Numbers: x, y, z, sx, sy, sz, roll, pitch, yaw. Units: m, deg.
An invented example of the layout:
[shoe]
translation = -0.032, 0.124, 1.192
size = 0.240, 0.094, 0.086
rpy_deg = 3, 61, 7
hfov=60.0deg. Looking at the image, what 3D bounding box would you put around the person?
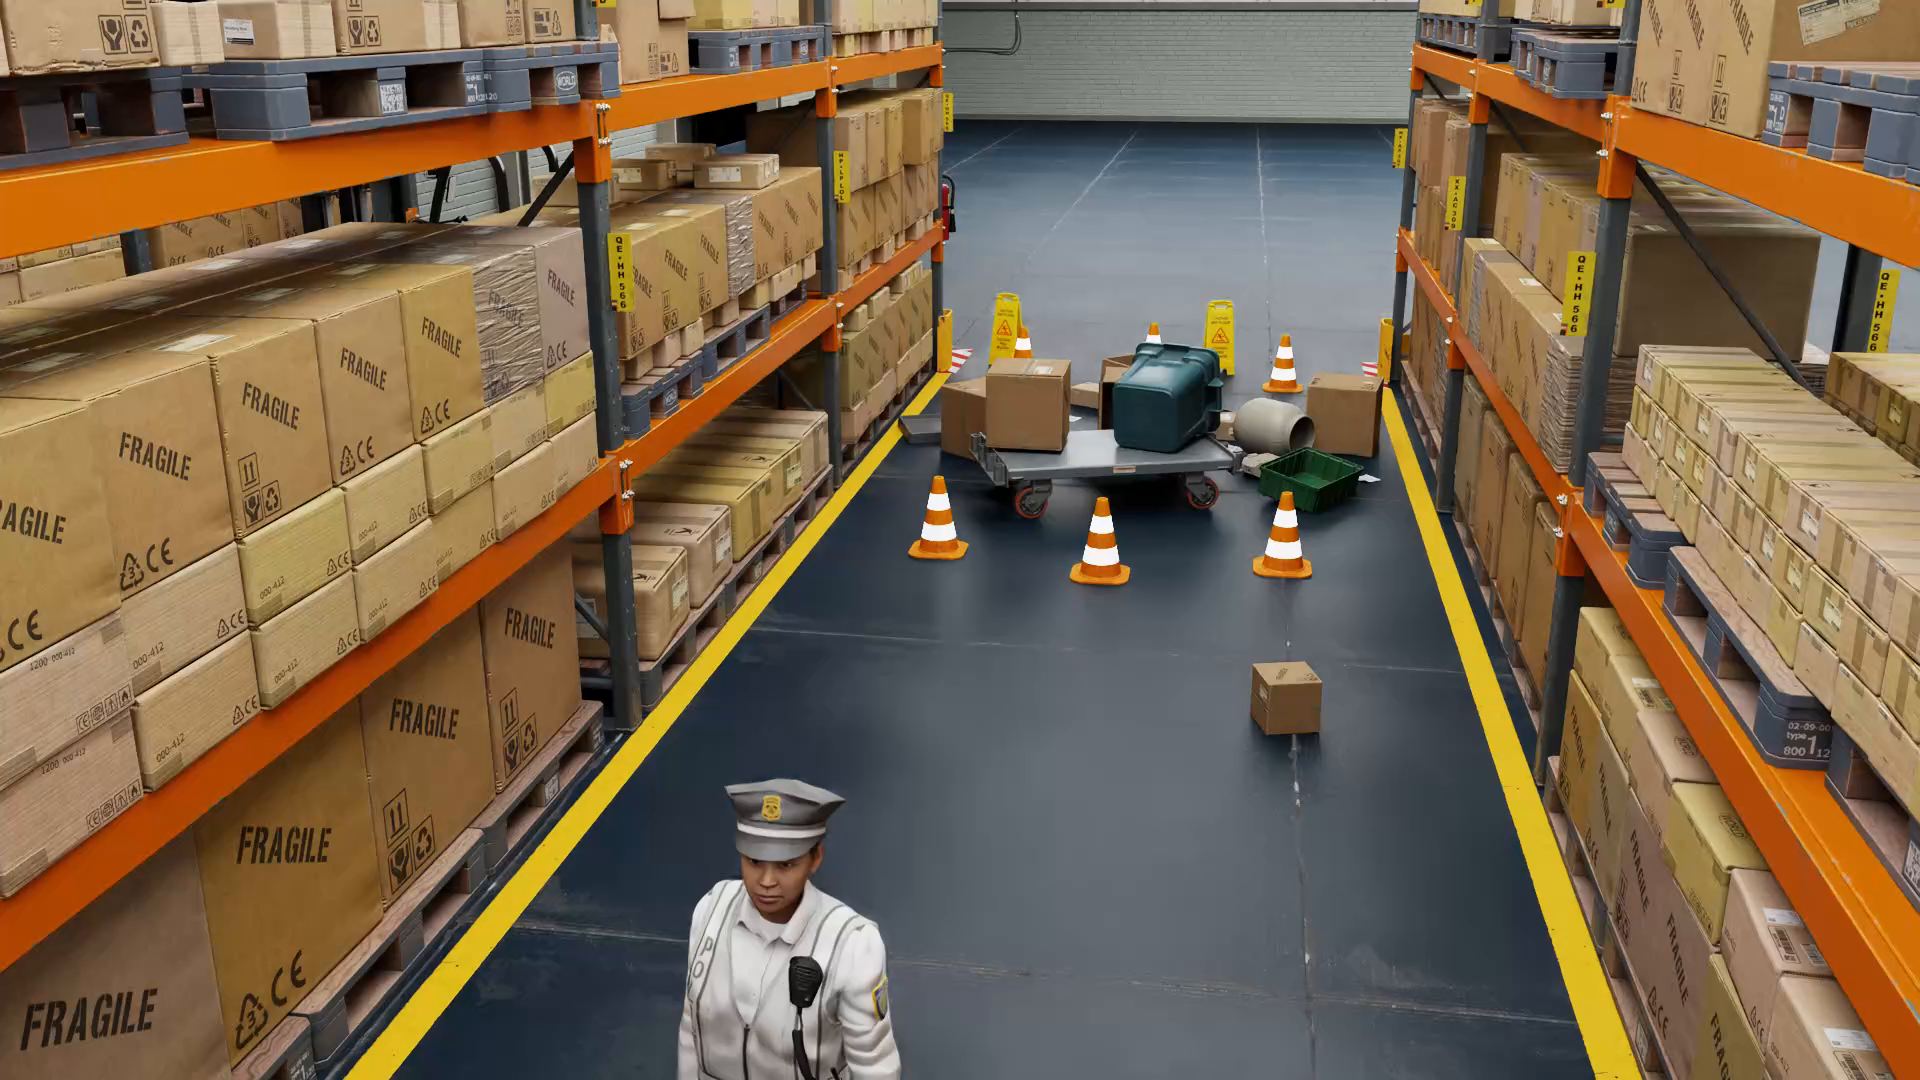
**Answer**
[person]
translation = -0.360, 1.251, 3.588
size = 0.519, 1.682, 0.481
rpy_deg = 7, 19, 20
